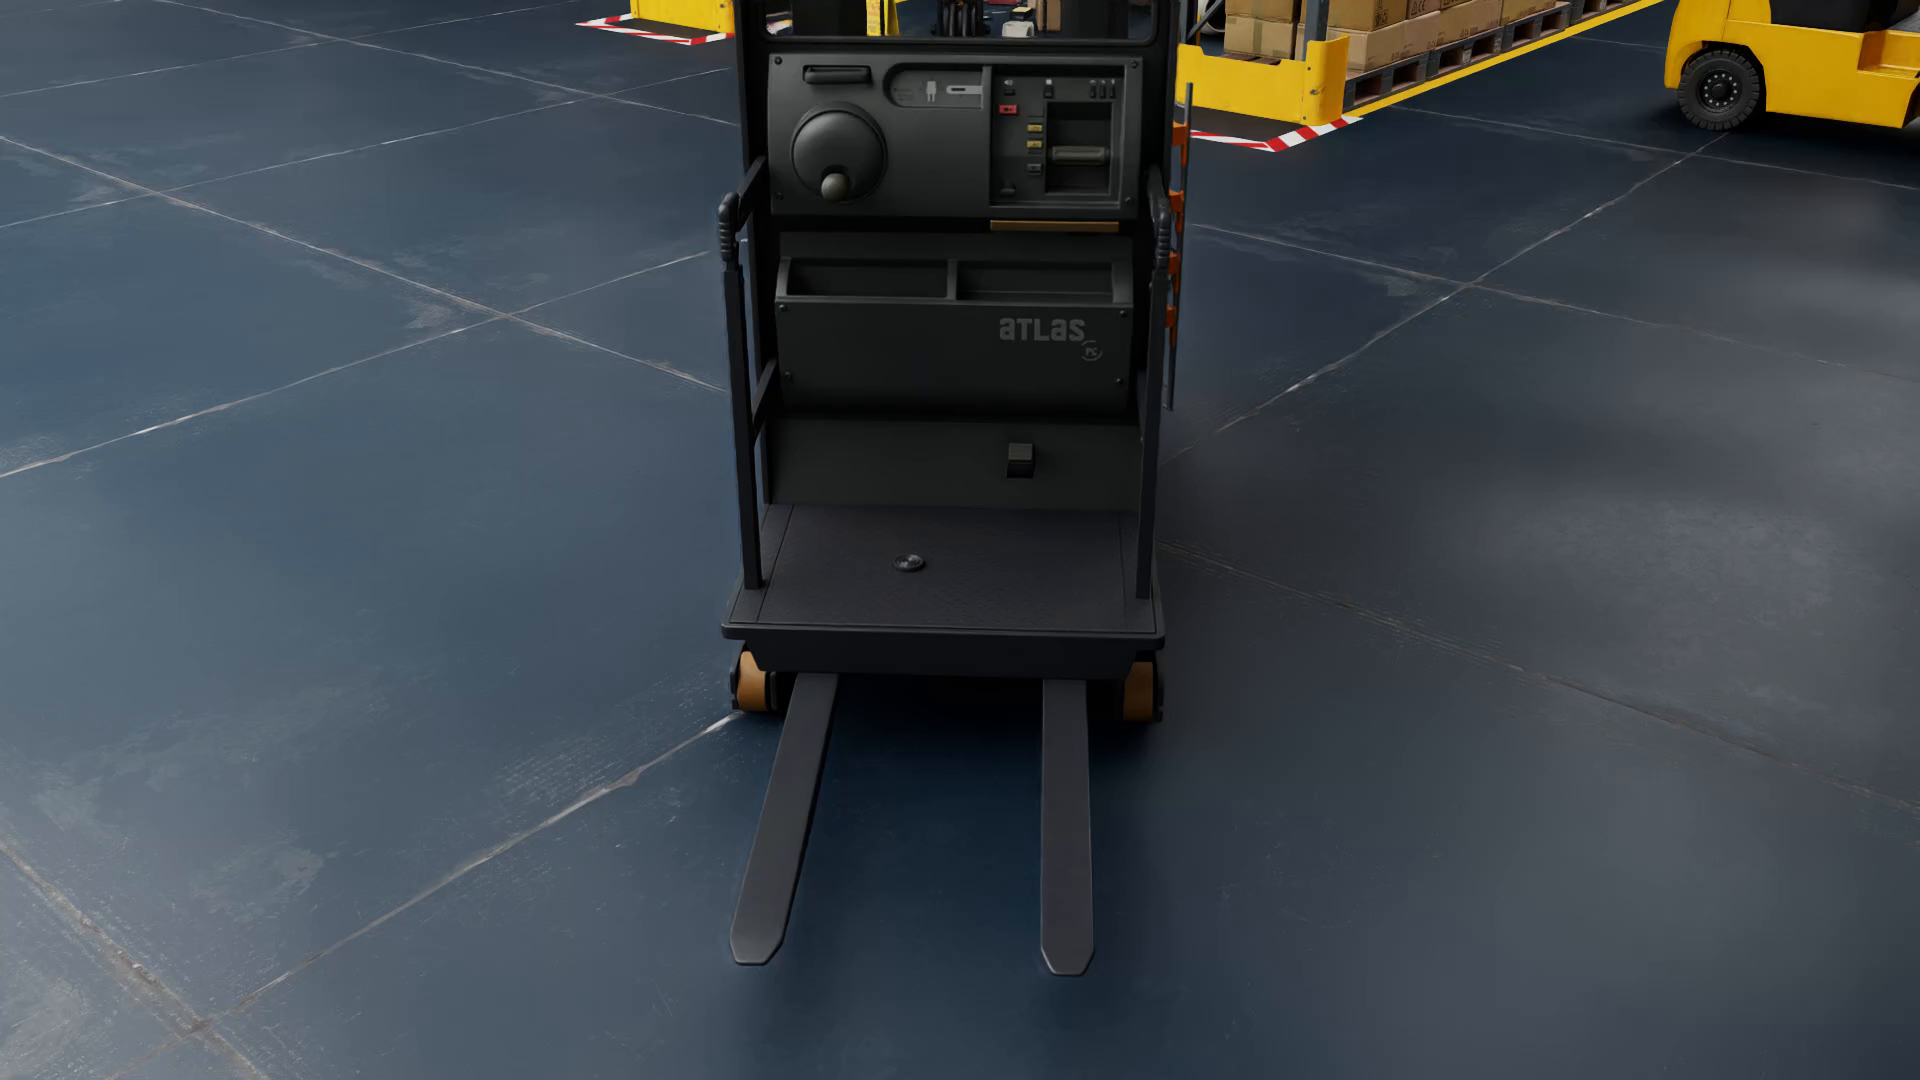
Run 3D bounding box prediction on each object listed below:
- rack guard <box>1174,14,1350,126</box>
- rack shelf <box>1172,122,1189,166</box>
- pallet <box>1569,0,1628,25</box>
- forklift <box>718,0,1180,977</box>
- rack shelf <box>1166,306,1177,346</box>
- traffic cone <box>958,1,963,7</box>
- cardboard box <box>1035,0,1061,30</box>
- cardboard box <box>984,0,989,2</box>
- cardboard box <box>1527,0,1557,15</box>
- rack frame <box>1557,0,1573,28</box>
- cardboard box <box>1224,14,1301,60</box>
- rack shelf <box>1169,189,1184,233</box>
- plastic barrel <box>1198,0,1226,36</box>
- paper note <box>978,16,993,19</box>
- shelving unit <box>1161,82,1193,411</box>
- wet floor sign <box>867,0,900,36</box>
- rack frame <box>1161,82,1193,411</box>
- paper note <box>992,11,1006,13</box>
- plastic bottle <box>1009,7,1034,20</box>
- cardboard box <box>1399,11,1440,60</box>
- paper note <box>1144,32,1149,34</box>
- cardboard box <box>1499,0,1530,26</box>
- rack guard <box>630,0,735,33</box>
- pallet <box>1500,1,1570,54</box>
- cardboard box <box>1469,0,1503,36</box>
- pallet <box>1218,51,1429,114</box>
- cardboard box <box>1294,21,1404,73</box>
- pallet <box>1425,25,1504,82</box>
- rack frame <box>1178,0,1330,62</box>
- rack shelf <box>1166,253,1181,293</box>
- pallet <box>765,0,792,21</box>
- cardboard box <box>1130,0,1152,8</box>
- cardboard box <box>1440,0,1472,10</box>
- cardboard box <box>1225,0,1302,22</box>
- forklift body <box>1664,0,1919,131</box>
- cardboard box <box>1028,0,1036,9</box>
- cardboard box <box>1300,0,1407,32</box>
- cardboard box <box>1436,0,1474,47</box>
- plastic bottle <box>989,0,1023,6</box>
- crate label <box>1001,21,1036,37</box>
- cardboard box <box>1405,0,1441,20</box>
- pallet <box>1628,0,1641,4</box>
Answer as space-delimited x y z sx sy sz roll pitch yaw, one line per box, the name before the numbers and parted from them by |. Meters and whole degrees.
rack guard | 1.831 -2.958 10.424 1.175 0.500 0.348 21 34 34
rack shelf | 0.512 -1.359 5.716 0.480 0.148 0.258 -13 30 -24
pallet | 4.821 -4.498 13.715 1.003 0.211 1.213 21 34 34
forklift | -0.022 -0.978 3.951 1.130 2.935 3.031 1 27 3
rack shelf | 0.512 -0.774 6.019 0.480 0.148 0.258 -13 30 -24
traffic cone | -0.012 -3.648 11.798 0.336 0.463 0.334 21 34 34
cardboard box | 0.947 -4.295 13.006 0.797 0.503 0.637 0 27 0
cardboard box | 0.248 -4.911 14.197 0.500 0.500 0.500 -21 34 -35
cardboard box | 4.159 -4.137 12.518 0.500 0.250 0.500 23 35 37
rack frame | 4.327 -5.460 12.539 1.000 3.000 0.127 21 34 34
cardboard box | 2.105 -3.381 11.056 0.500 0.250 0.500 21 34 34
rack shelf | 0.512 -1.149 5.825 0.480 0.148 0.258 -13 30 -24
plastic barrel | 1.929 -4.072 12.661 0.421 0.421 0.512 -5 28 -9
paper note | 0.180 -4.178 13.295 0.142 0.017 0.144 -15 31 -27
shelving unit | 0.512 -1.010 5.897 0.503 1.200 0.258 -13 30 -24
wet floor sign | -0.591 -3.818 11.928 0.267 0.644 0.232 15 31 26
rack frame | 0.729 -1.062 5.997 0.015 1.200 0.240 -13 30 -24
paper note | 0.320 -4.304 13.559 0.123 0.001 0.032 -10 29 -18
plastic bottle | 0.502 -4.254 13.406 0.133 0.061 0.283 9 29 17
cardboard box | 2.840 -3.391 11.075 0.500 0.250 0.500 22 35 36
paper note | 1.504 -3.892 12.753 0.142 0.019 0.148 -15 31 -27
cardboard box | 3.828 -3.945 12.147 0.500 0.250 0.500 20 33 33
rack guard | -2.116 -4.334 13.083 1.175 0.500 0.348 21 34 34
pallet | 3.927 -3.973 12.700 1.003 0.211 1.213 21 34 34
cardboard box | 3.501 -3.766 11.801 0.500 0.250 0.500 21 34 35
pallet | 2.375 -3.108 11.028 1.003 0.211 1.213 21 34 34
cardboard box | 2.509 -3.212 10.730 0.500 0.250 0.500 20 34 34
pallet | 3.152 -3.538 11.860 1.003 0.211 1.213 21 34 34
rack frame | 1.783 -4.042 9.798 1.000 3.000 0.127 21 34 34
rack shelf | 0.512 -0.950 5.928 0.480 0.148 0.258 -13 30 -24
pallet | -1.653 -4.520 13.758 1.003 0.211 1.213 21 34 34
cardboard box | 1.535 -4.690 13.620 0.797 0.637 0.503 21 34 34
cardboard box | 3.179 -3.916 11.274 0.500 0.500 0.500 22 34 35
cardboard box | 2.091 -3.700 10.857 0.500 0.500 0.500 21 34 35
forklift body | 5.414 -3.421 9.522 2.313 2.155 1.214 21 34 34
cardboard box | 0.771 -4.509 13.676 0.258 0.266 0.396 -21 34 -35
cardboard box | 2.524 -3.554 10.574 0.500 0.500 0.500 19 33 33
cardboard box | 3.177 -3.588 11.457 0.500 0.250 0.500 24 35 38
plastic bottle | 0.396 -4.511 13.904 0.283 0.061 0.133 9 29 17
crate label | 0.441 -3.800 12.447 0.250 0.136 0.298 4 28 8
cardboard box | 2.853 -3.740 10.935 0.500 0.500 0.500 19 33 33
pallet | 5.597 -4.932 14.554 1.003 0.211 1.213 21 34 34
